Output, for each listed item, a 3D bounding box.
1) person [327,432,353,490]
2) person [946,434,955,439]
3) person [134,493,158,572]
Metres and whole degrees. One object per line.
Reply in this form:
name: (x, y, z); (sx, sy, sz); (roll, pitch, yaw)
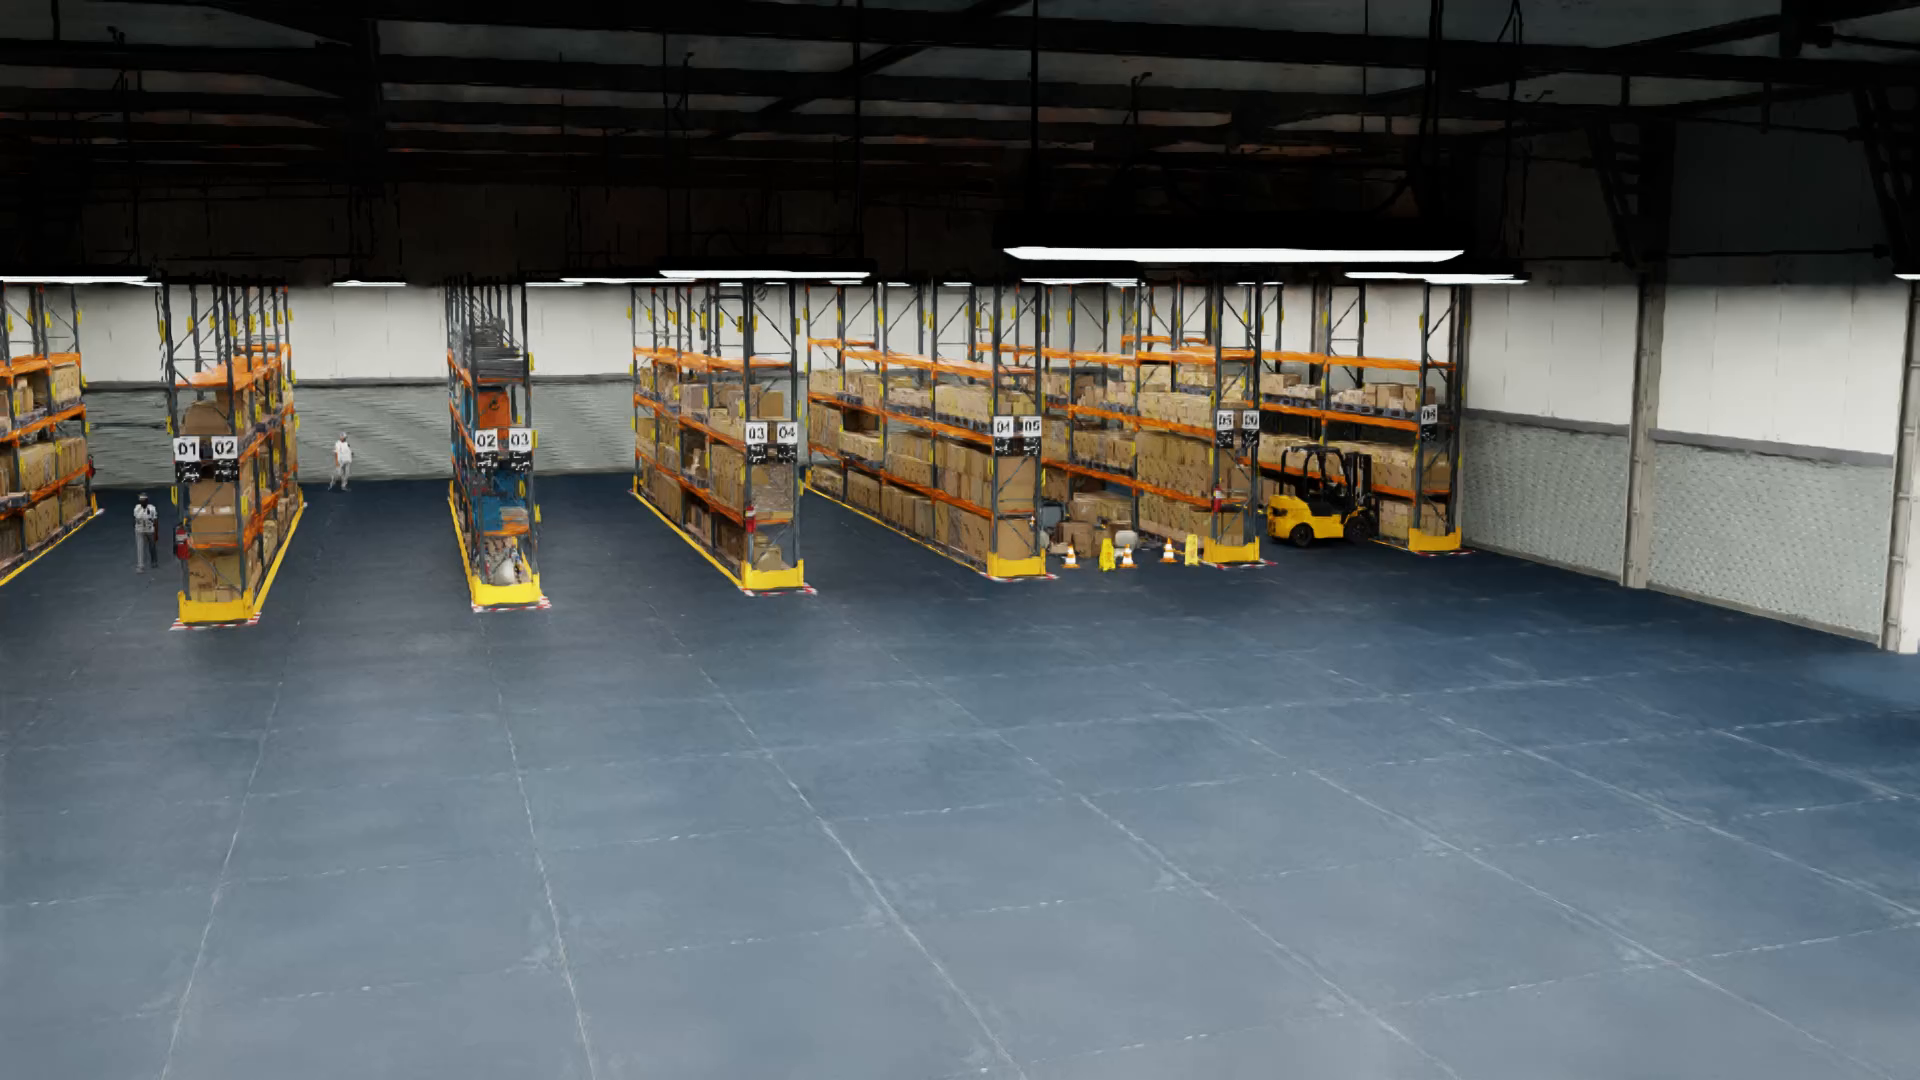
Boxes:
person: (-17.693, -2.231, 47.367); (0.539, 1.656, 0.693); (5, 10, 30)
person: (-0.291, -2.137, 46.591); (0.555, 1.662, 0.591); (0, 9, 0)
person: (-16.594, -0.185, 33.929); (0.445, 1.590, 1.090); (-3, 9, -21)
